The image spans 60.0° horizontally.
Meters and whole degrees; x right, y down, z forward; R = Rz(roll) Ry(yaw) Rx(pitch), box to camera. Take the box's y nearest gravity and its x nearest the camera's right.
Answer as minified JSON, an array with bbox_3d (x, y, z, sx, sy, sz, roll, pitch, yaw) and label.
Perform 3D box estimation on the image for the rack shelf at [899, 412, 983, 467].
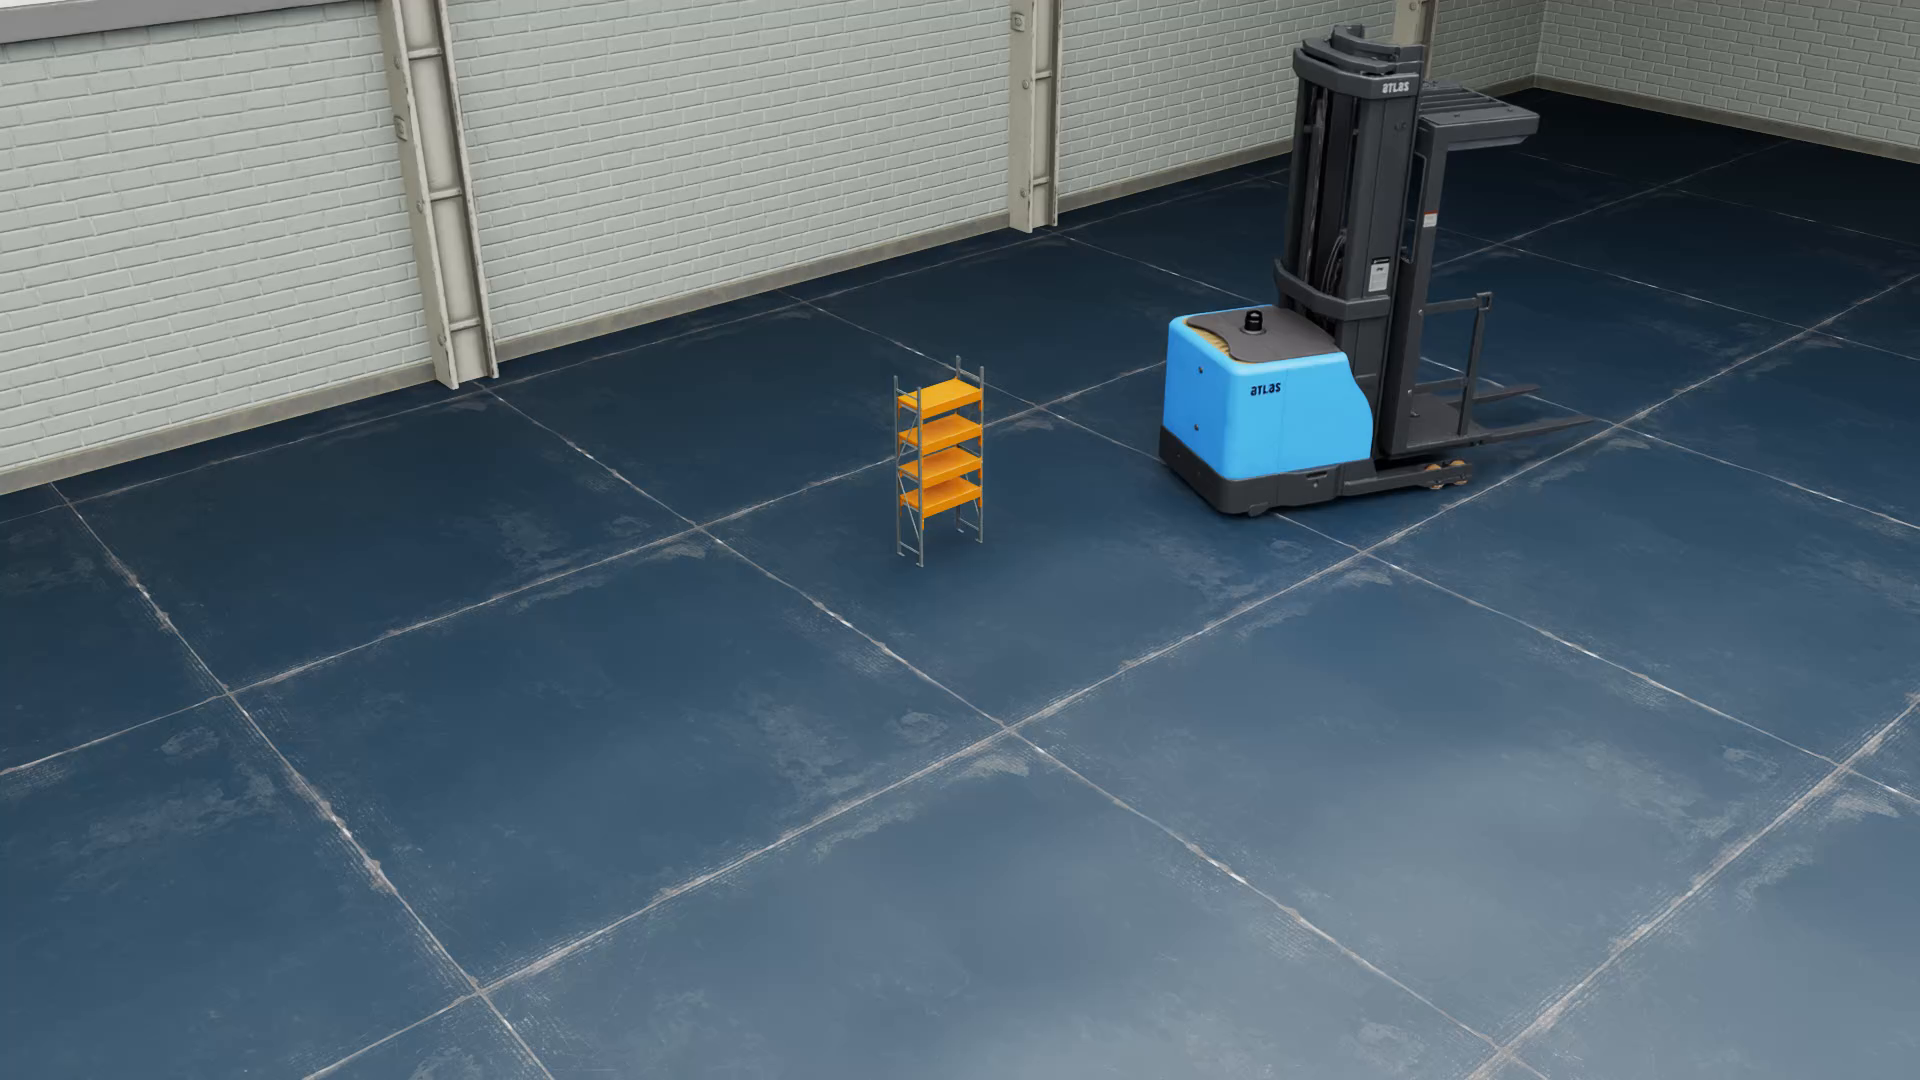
[{"bbox_3d":[-0.126,-0.616,10.157,0.480,0.148,0.258,-22,35,-35],"label":"rack shelf"}]

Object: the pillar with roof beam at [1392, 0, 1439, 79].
[{"bbox_3d":[8.075,-7.367,14.846,0.400,9.000,9.100,-22,35,-35],"label":"pillar with roof beam"}]

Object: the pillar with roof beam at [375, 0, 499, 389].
[{"bbox_3d":[-1.054,-3.696,7.977,0.400,9.000,9.100,-22,35,-35],"label":"pillar with roof beam"}]

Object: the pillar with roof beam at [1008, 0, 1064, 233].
[{"bbox_3d":[3.511,-5.531,11.411,0.400,9.000,9.100,-22,35,-35],"label":"pillar with roof beam"}]

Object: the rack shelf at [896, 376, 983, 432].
[{"bbox_3d":[-0.126,-0.825,10.046,0.480,0.148,0.258,-22,35,-35],"label":"rack shelf"}]

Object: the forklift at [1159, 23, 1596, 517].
[{"bbox_3d":[2.955,-1.858,10.975,3.031,2.935,1.130,-10,30,-17],"label":"forklift"}]

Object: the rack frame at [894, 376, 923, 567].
[{"bbox_3d":[-0.312,-0.404,10.091,0.015,1.200,0.240,-22,35,-35],"label":"rack frame"}]

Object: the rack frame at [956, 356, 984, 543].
[{"bbox_3d":[0.060,-0.553,10.370,0.015,1.200,0.240,-22,35,-35],"label":"rack frame"}]

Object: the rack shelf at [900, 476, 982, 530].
[{"bbox_3d":[-0.126,-0.244,10.356,0.480,0.148,0.258,-22,35,-35],"label":"rack shelf"}]

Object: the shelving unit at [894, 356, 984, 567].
[{"bbox_3d":[-0.126,-0.479,10.231,0.503,1.200,0.258,-22,35,-35],"label":"shelving unit"}]

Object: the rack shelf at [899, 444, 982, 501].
[{"bbox_3d":[-0.126,-0.419,10.262,0.480,0.148,0.258,-22,35,-35],"label":"rack shelf"}]
